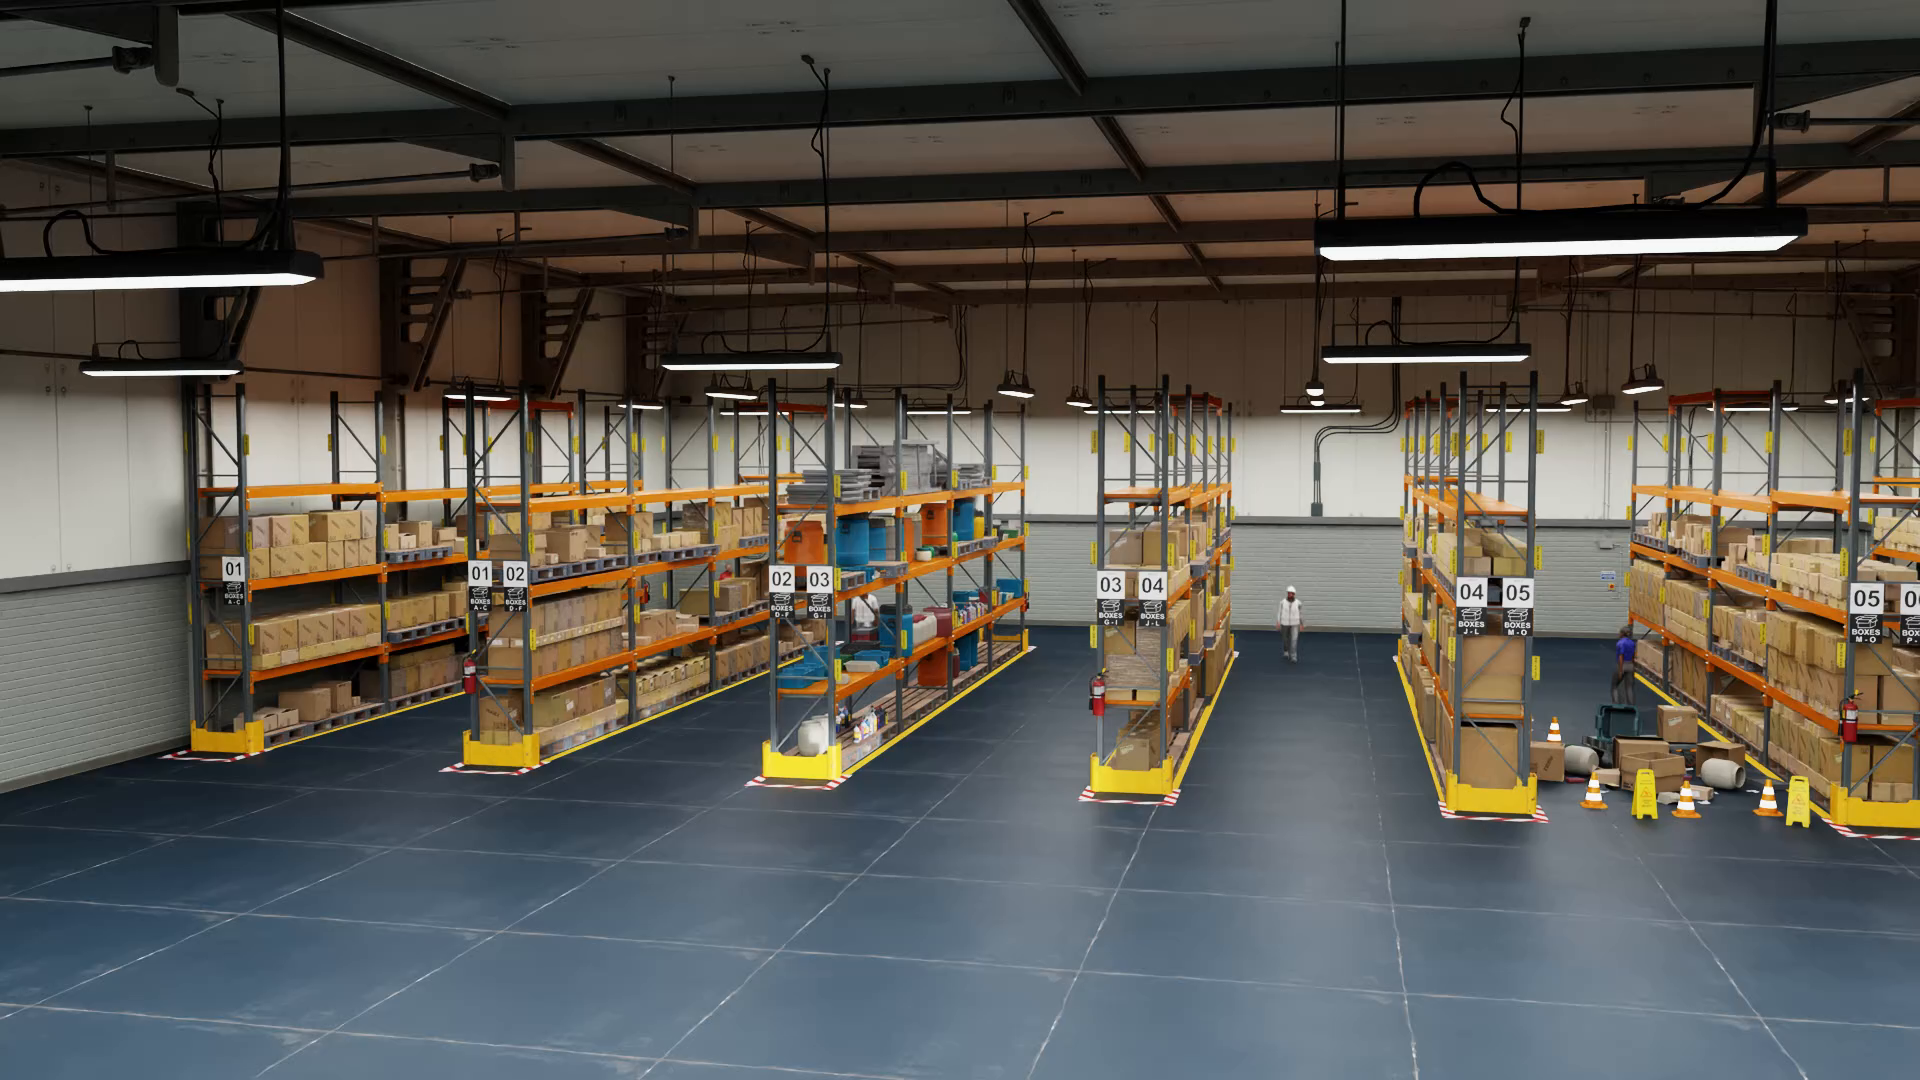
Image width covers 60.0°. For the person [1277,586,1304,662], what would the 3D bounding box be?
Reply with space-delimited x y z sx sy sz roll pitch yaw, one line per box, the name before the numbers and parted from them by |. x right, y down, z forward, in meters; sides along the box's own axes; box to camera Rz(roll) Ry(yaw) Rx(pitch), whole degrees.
person | 7.649 1.935 38.510 0.616 1.720 1.084 1 3 9

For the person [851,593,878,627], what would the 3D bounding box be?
person | -2.178 1.742 37.703 0.577 1.551 0.920 1 3 15

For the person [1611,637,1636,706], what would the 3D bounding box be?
person | 12.281 2.546 30.687 0.456 1.501 0.554 0 3 -5

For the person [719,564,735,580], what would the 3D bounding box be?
person | -6.484 1.491 46.433 0.541 1.683 0.879 -2 4 -36
